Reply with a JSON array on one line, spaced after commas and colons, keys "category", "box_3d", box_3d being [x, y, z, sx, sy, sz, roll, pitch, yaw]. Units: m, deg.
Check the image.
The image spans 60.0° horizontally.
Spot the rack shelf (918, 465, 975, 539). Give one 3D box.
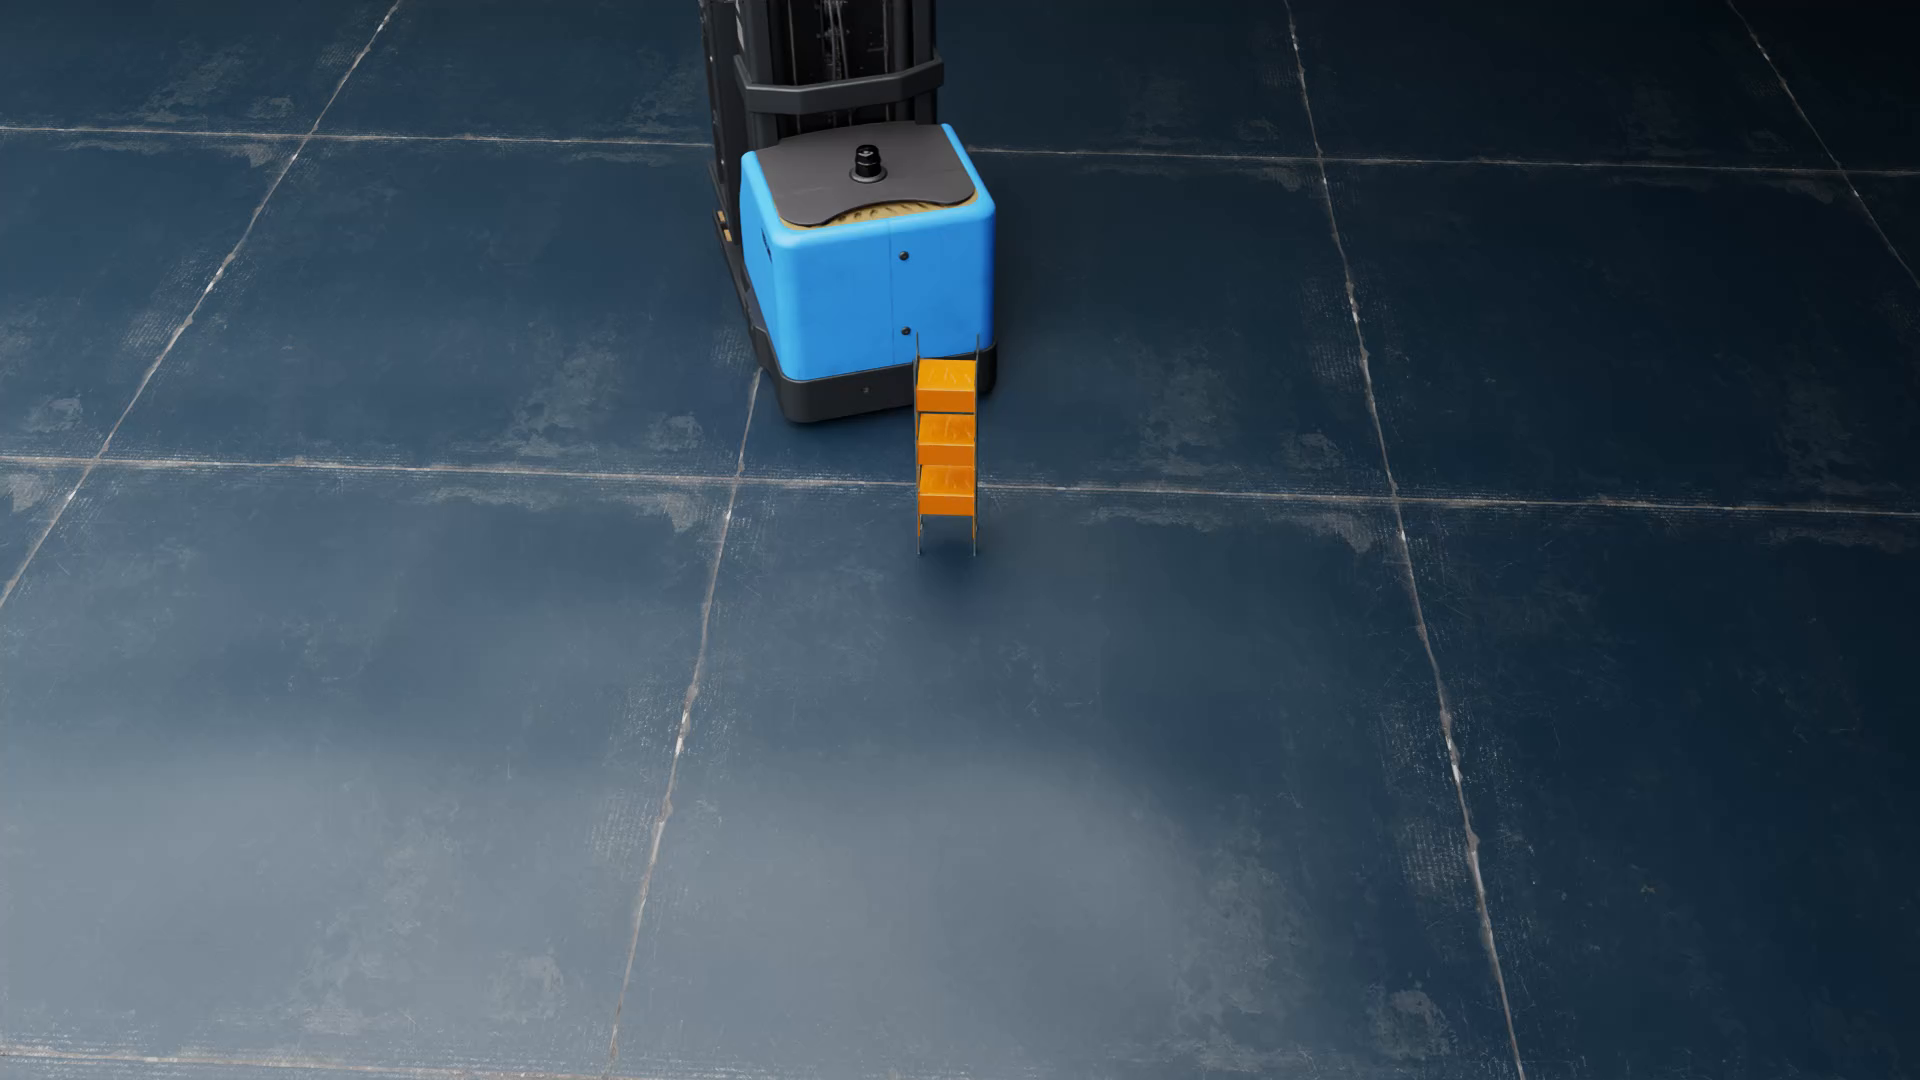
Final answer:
[{"category": "rack shelf", "box_3d": [-0.053, -0.175, 7.176, 0.240, 0.259, 0.215, 2, 43, 2]}]

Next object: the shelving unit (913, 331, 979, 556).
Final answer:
[{"category": "shelving unit", "box_3d": [-0.053, -0.386, 6.979, 0.252, 1.050, 0.215, 2, 43, 2]}]

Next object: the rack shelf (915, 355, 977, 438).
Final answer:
[{"category": "rack shelf", "box_3d": [-0.053, -0.586, 6.793, 0.240, 0.259, 0.215, 2, 43, 2]}]

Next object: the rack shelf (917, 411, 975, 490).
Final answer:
[{"category": "rack shelf", "box_3d": [-0.053, -0.378, 6.987, 0.240, 0.259, 0.215, 2, 43, 2]}]

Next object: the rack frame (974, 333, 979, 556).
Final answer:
[{"category": "rack frame", "box_3d": [0.068, -0.382, 6.975, 0.008, 1.050, 0.200, 2, 43, 2]}]

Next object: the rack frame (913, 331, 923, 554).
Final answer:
[{"category": "rack frame", "box_3d": [-0.175, -0.390, 6.983, 0.008, 1.050, 0.200, 2, 43, 2]}]

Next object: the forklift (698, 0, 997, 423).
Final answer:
[{"category": "forklift", "box_3d": [-0.719, -2.643, 8.022, 1.130, 2.935, 3.031, -11, 44, -12]}]
